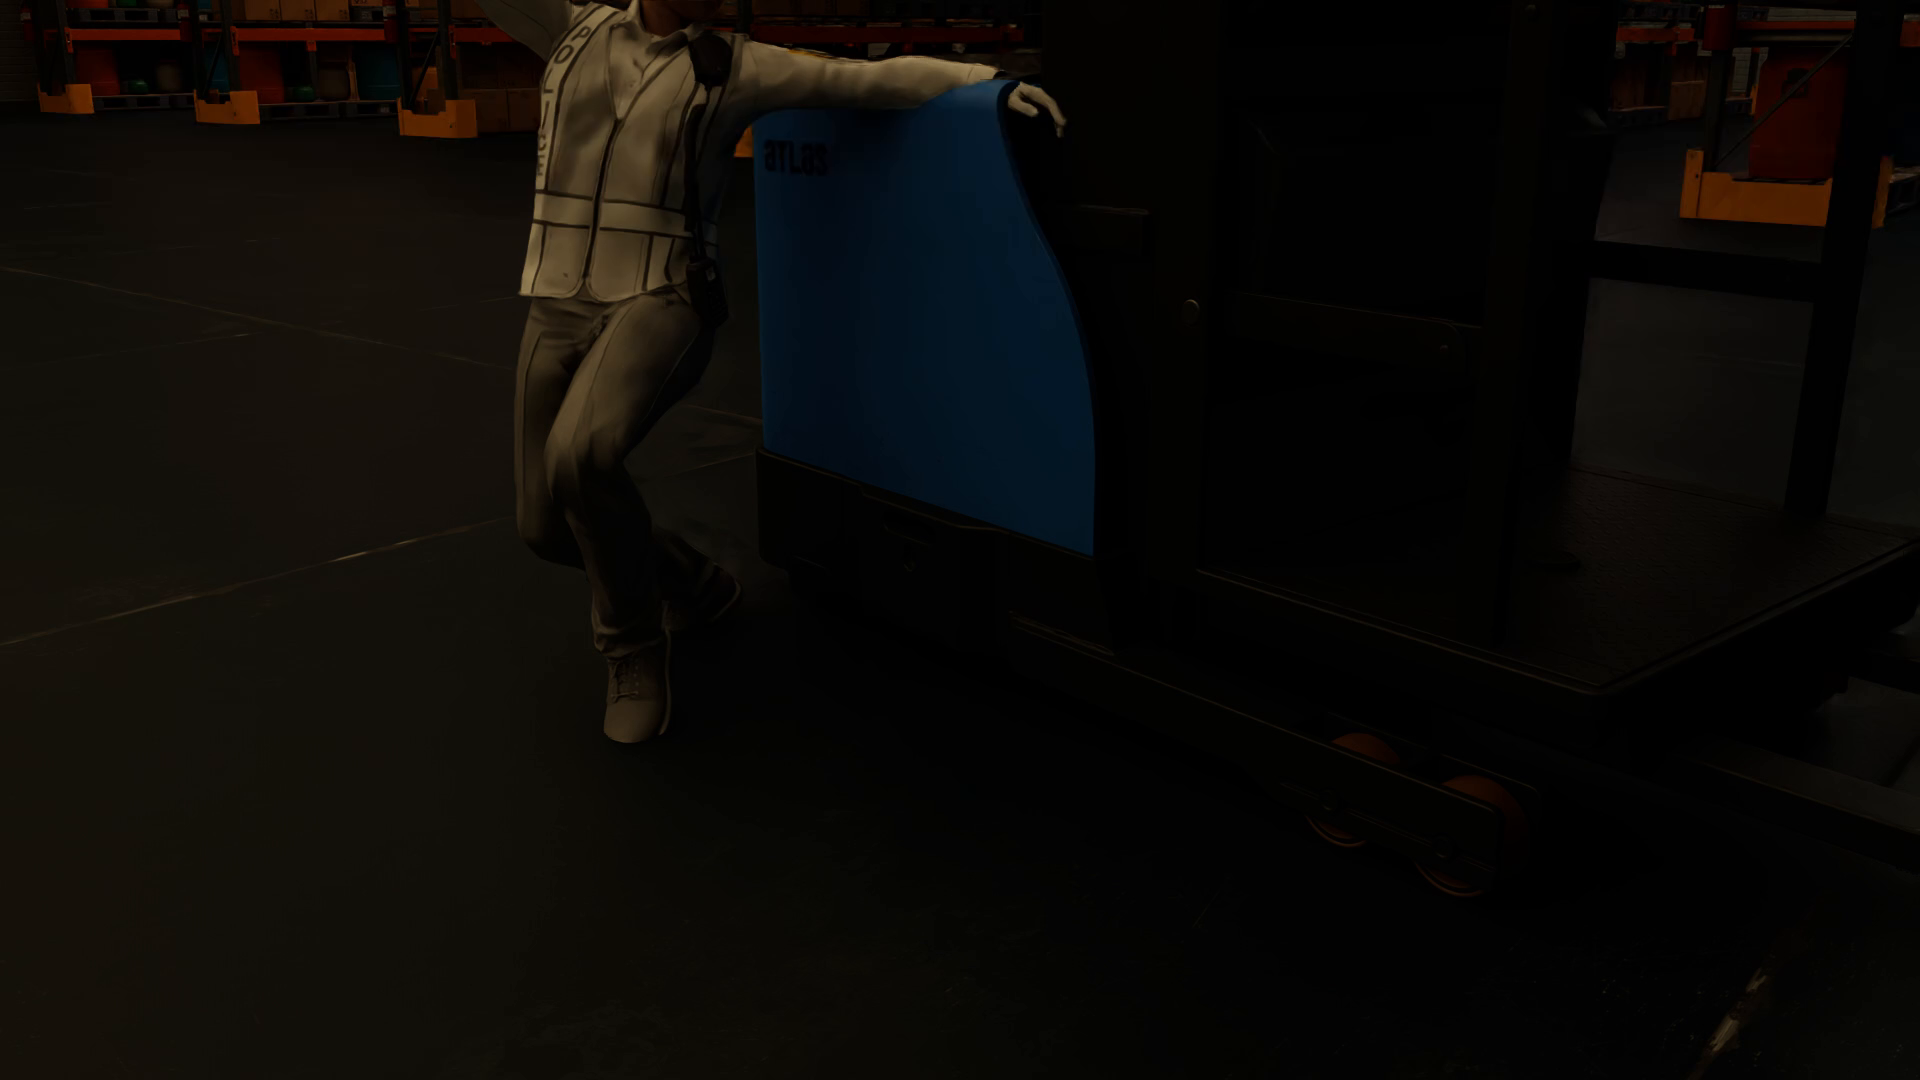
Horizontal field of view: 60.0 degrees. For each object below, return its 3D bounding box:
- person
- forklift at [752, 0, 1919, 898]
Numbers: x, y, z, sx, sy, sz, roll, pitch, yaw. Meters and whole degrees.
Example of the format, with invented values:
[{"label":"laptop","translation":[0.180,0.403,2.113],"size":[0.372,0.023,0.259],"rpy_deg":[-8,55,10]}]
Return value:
[{"label":"person","translation":[-0.349,-0.381,2.850],"size":[0.997,1.508,0.764],"rpy_deg":[6,18,19]},{"label":"forklift","translation":[0.905,-1.072,2.427],"size":[1.130,2.935,3.031],"rpy_deg":[-14,22,-38]}]
